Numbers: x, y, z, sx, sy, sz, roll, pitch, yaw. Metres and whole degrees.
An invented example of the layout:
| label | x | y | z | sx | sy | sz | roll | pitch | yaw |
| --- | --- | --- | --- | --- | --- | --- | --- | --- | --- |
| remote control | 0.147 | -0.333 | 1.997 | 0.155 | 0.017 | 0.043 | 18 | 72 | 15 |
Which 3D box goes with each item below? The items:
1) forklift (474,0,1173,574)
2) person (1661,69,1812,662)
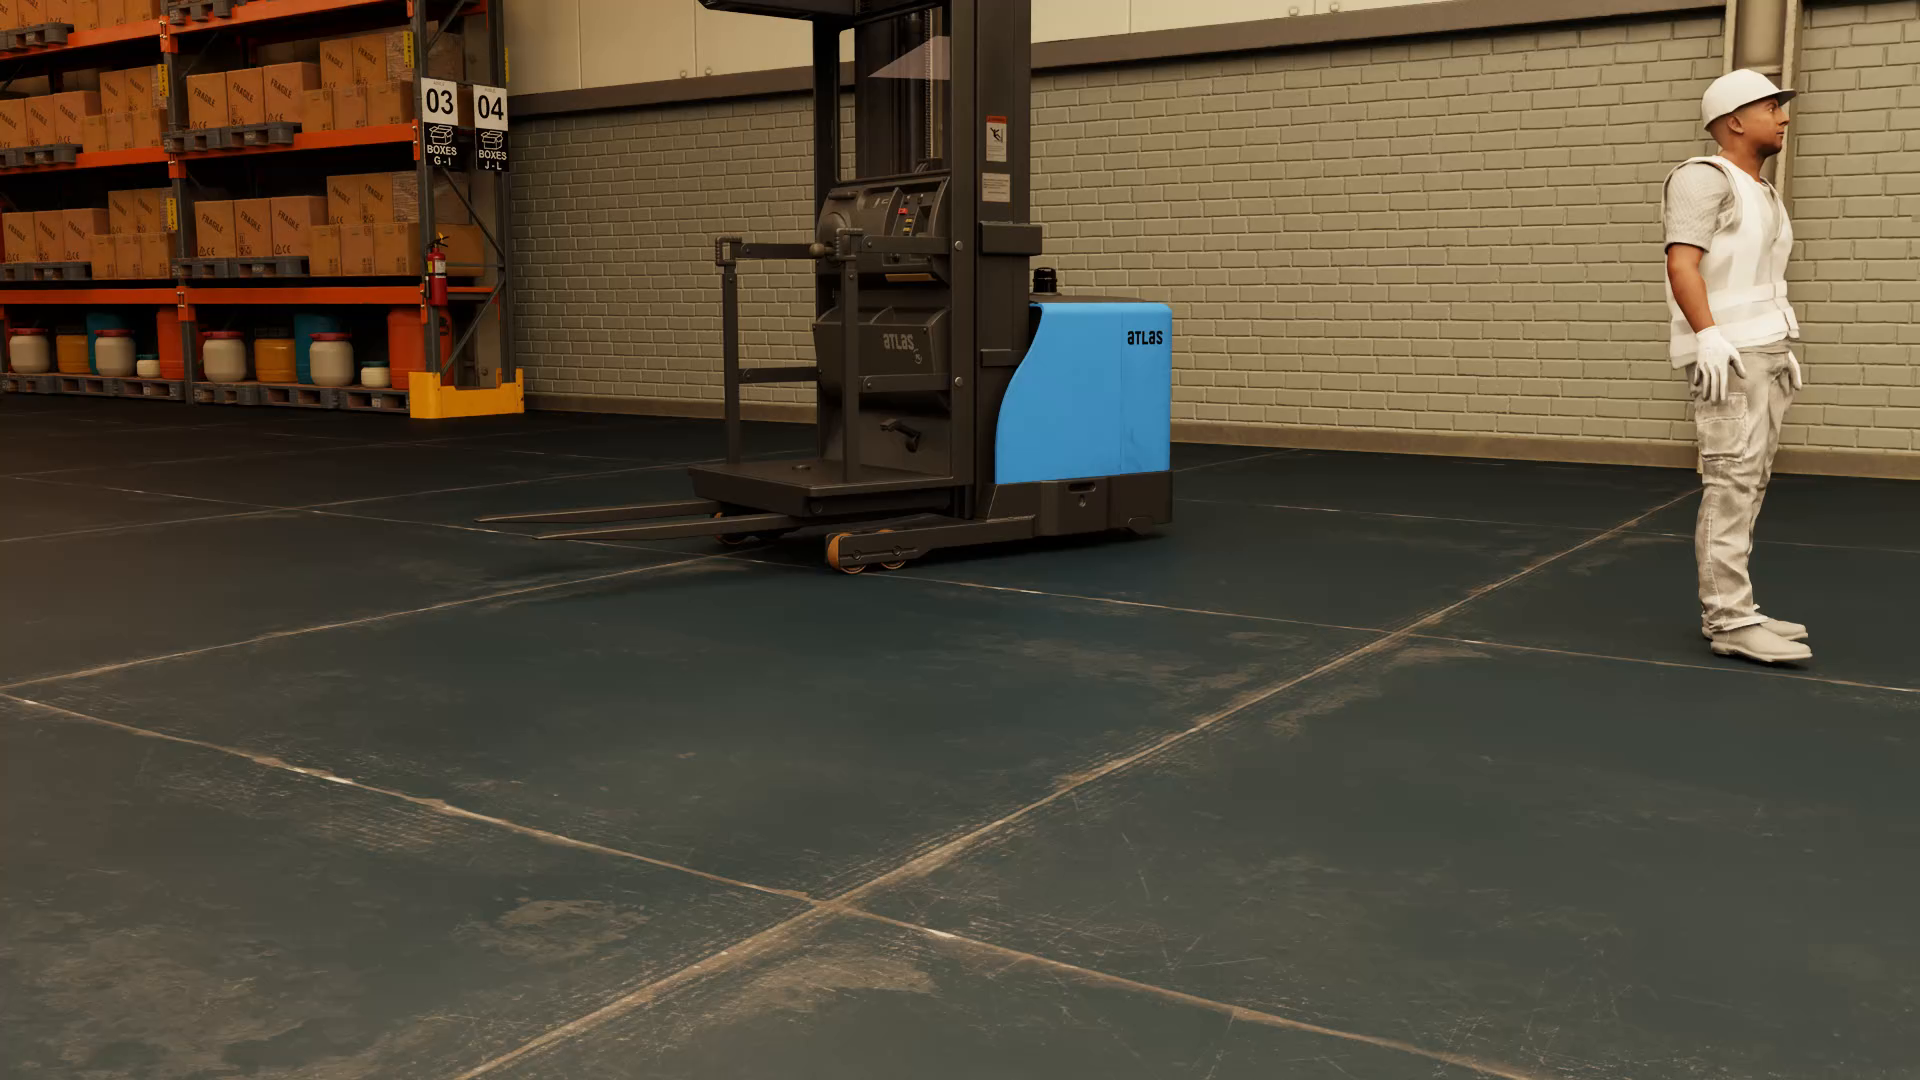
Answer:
| label | x | y | z | sx | sy | sz | roll | pitch | yaw |
| --- | --- | --- | --- | --- | --- | --- | --- | --- | --- |
| forklift | -0.510 | -1.399 | 7.032 | 3.031 | 2.935 | 1.130 | -6 | 10 | -35 |
| person | 2.486 | -0.561 | 5.162 | 0.577 | 1.781 | 0.656 | 8 | 11 | 44 |
